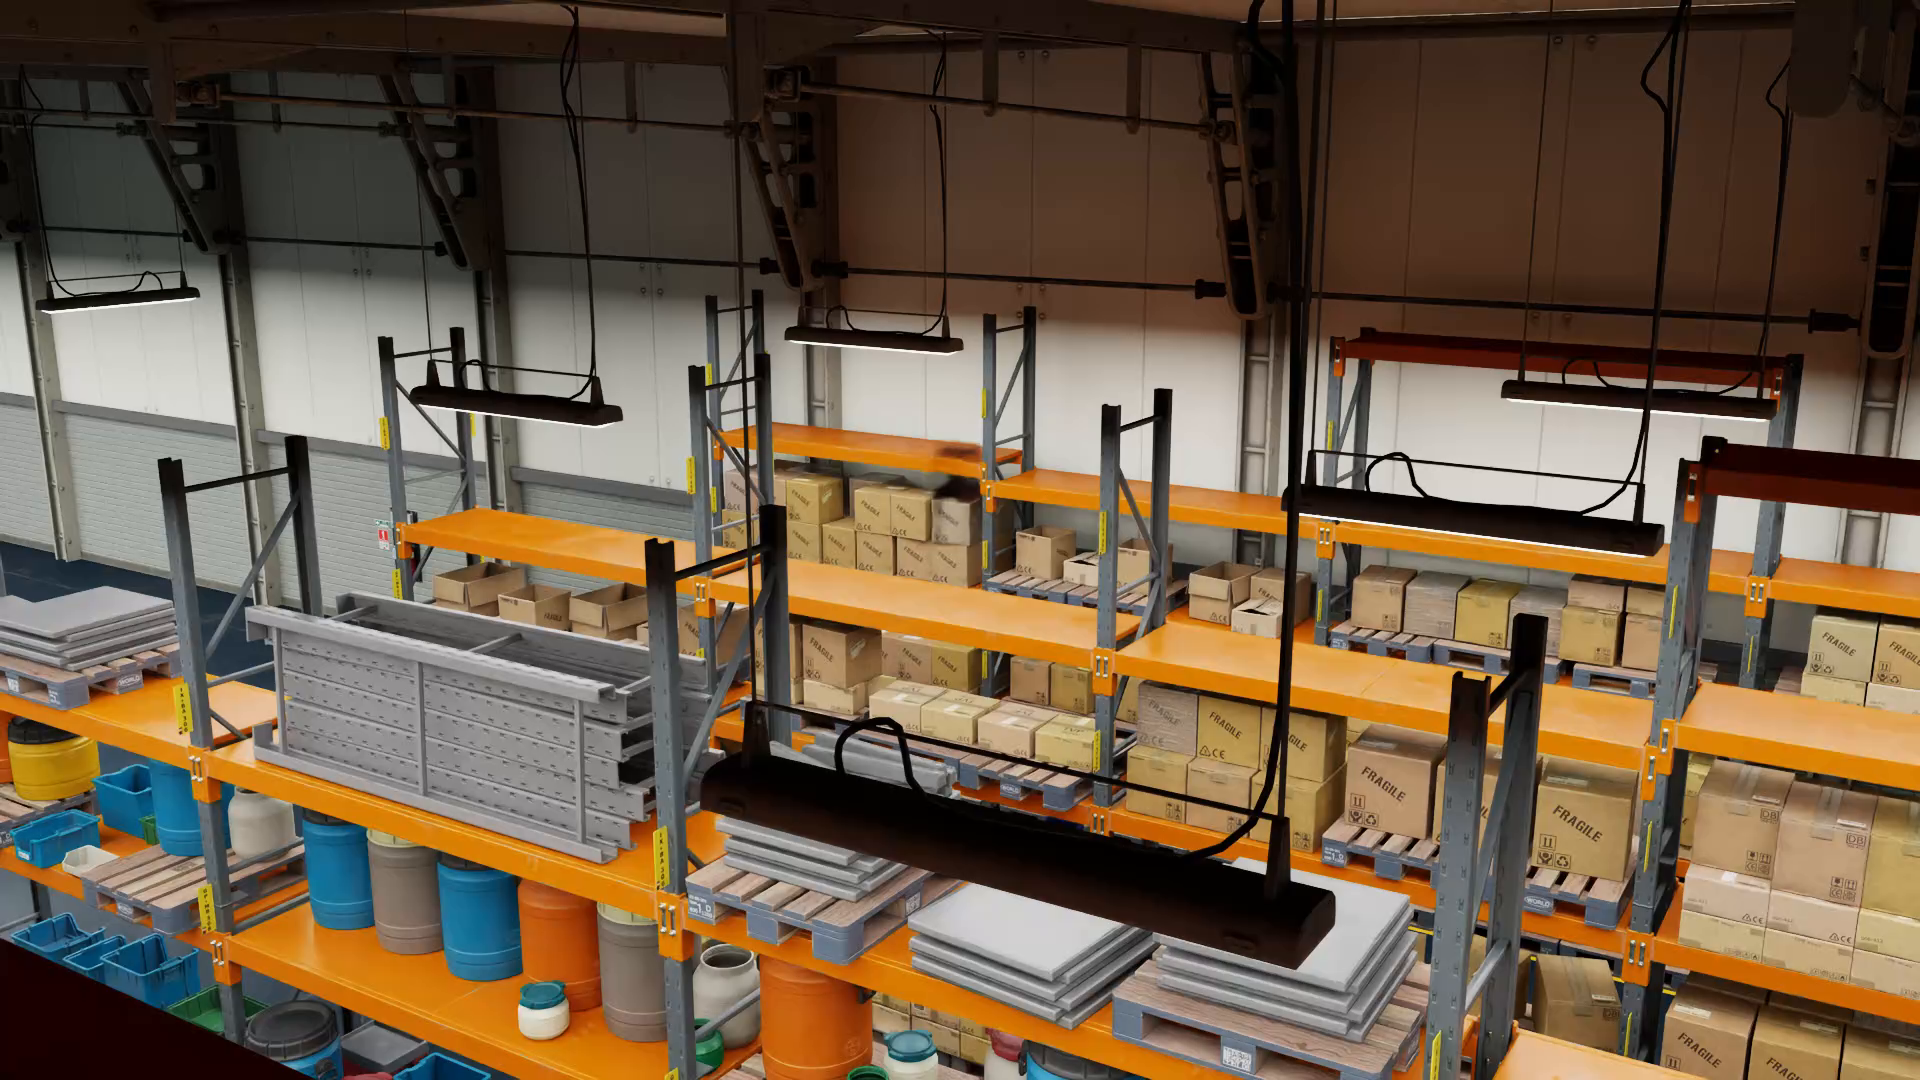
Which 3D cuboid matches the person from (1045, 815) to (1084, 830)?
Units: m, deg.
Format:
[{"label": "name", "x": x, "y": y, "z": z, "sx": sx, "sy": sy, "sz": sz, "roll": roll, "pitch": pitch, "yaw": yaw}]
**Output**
[{"label": "person", "x": 1.063, "y": 3.208, "z": 16.831, "sx": 0.454, "sy": 1.654, "sz": 0.363, "roll": 9, "pitch": 16, "yaw": 32}]
